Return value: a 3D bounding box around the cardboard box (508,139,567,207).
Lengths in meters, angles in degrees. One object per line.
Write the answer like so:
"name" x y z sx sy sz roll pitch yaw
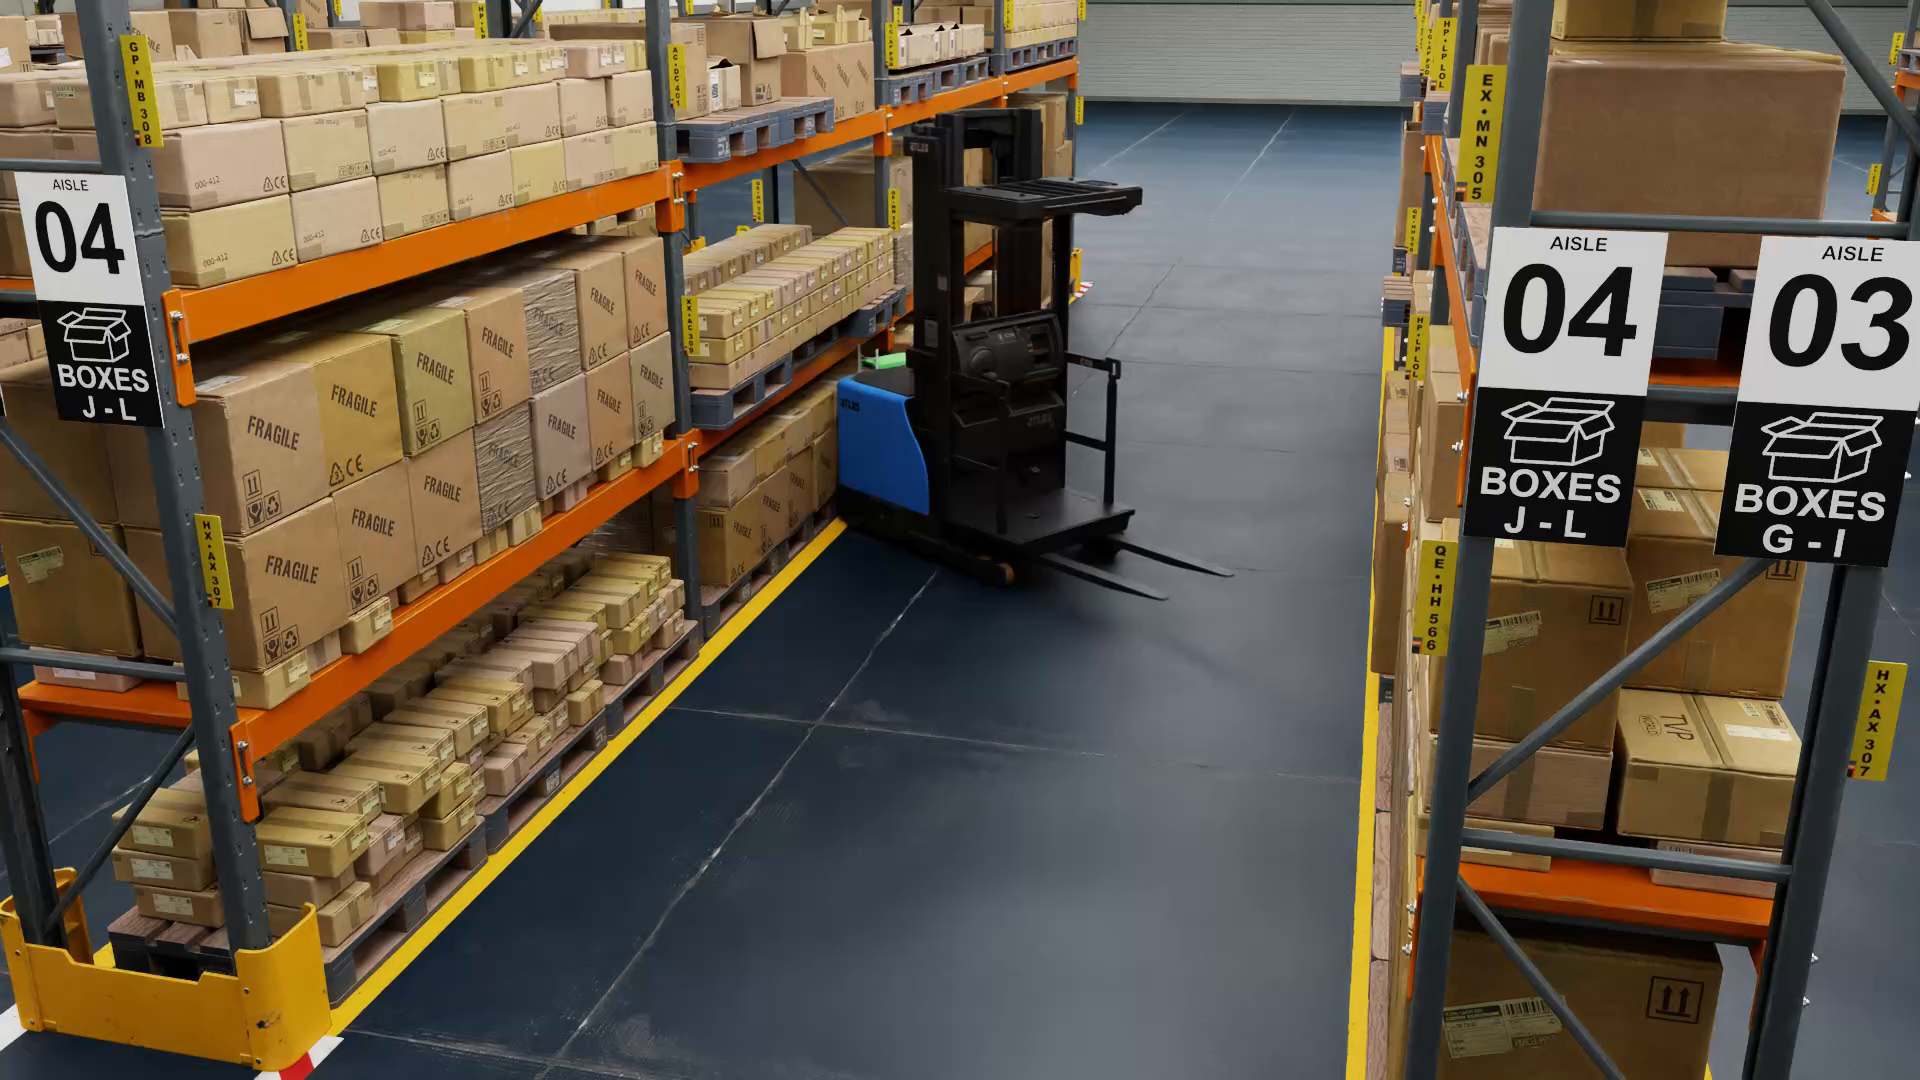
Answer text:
"cardboard box" -2.131 -1.672 7.534 0.500 0.250 0.500 4 19 13

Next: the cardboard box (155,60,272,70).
"cardboard box" -2.900 -1.777 6.451 0.380 0.149 0.250 4 19 12

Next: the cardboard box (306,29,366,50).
"cardboard box" -5.622 -4.190 14.518 0.700 0.500 0.500 5 19 13

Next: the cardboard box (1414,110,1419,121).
"cardboard box" 4.811 -4.035 16.699 0.500 0.500 0.500 5 19 13

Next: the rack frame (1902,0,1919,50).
"rack frame" 10.504 -6.599 17.087 1.000 3.000 0.127 5 19 13

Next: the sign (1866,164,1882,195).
"sign" 9.971 -3.936 18.143 0.100 0.325 0.005 5 19 13

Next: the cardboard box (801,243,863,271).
"cardboard box" -0.903 -1.994 11.705 0.380 0.149 0.250 5 20 15

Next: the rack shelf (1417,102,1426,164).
"rack shelf" 4.235 -3.350 13.327 1.077 0.370 4.000 5 19 13

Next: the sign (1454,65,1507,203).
"sign" 1.269 -0.985 4.042 0.100 0.325 0.005 5 19 13

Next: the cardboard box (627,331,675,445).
"cardboard box" -1.860 -0.828 8.856 0.500 0.500 0.500 5 19 13

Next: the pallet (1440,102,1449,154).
"pallet" 3.370 -2.417 9.776 1.003 0.211 1.213 6 20 16

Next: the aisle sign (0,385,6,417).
"aisle sign" -3.302 -0.791 5.341 0.394 0.787 0.004 5 19 13

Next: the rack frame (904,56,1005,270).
"rack frame" -0.061 -3.321 16.771 1.000 3.000 0.127 5 19 13

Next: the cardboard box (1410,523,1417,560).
"cardboard box" 2.184 0.042 7.311 0.380 0.149 0.250 4 19 12

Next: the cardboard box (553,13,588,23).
"cardboard box" -4.294 -5.677 18.183 0.380 0.149 0.250 5 19 13

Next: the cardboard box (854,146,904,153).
"cardboard box" -0.549 -3.208 14.737 0.700 0.500 0.500 4 19 13

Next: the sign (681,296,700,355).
"sign" -1.488 -1.183 9.171 0.100 0.325 0.005 5 19 13

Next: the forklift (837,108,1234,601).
"forklift" 0.464 -1.257 10.834 1.130 2.935 3.031 -16 24 -39

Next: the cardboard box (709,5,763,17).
"cardboard box" -1.555 -3.547 11.451 0.396 0.266 0.258 5 19 13

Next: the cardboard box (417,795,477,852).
"cardboard box" -2.348 1.213 7.256 0.380 0.149 0.250 5 19 14

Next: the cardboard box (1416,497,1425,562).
"cardboard box" 2.153 -0.015 6.864 0.500 0.250 0.500 5 20 15

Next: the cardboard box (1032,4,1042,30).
"cardboard box" 0.574 -5.504 17.488 0.500 0.250 0.500 4 19 13

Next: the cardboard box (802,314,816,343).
"cardboard box" -1.160 -1.390 10.857 0.380 0.149 0.250 4 19 12

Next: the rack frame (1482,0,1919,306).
"rack frame" 1.792 -1.976 3.550 1.000 3.000 0.127 5 19 13

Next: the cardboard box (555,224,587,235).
"cardboard box" -4.391 -3.438 18.553 0.380 0.149 0.250 5 19 14

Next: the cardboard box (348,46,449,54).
"cardboard box" -2.578 -2.189 7.657 0.380 0.149 0.250 4 19 12

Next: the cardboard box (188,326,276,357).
"cardboard box" -2.999 -0.543 6.475 0.500 0.500 0.500 4 19 12

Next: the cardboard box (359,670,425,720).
"cardboard box" -2.744 0.719 7.783 0.380 0.149 0.250 4 19 12

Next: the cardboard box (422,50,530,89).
"cardboard box" -2.118 -2.060 7.281 0.380 0.149 0.250 5 19 13

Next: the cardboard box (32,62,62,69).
"cardboard box" -6.524 -3.285 11.736 0.380 0.166 0.250 6 20 18

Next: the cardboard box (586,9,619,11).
"cardboard box" -4.360 -6.363 20.191 0.380 0.149 0.250 5 19 13

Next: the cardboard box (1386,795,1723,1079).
"cardboard box" 1.870 1.463 5.401 0.875 0.875 0.875 5 19 13

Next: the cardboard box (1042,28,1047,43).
"cardboard box" 0.729 -5.432 17.894 0.380 0.149 0.250 5 19 14

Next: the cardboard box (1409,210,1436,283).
"cardboard box" 3.879 -2.245 12.817 0.700 0.500 0.500 8 20 21

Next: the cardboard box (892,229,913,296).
"cardboard box" -0.667 -2.234 13.433 0.500 0.500 0.500 5 19 14

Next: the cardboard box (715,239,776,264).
"cardboard box" -1.532 -2.055 11.883 0.380 0.149 0.250 4 19 11

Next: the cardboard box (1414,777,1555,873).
"cardboard box" 1.559 0.845 4.963 0.380 0.149 0.250 5 19 14

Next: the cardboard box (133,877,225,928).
"cardboard box" -3.067 1.409 6.683 0.380 0.149 0.250 5 19 14

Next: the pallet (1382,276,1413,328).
"pallet" 3.817 -1.785 12.570 1.213 0.211 1.003 5 19 13

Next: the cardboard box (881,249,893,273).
"cardboard box" -0.718 -2.097 12.466 0.380 0.149 0.250 5 20 15

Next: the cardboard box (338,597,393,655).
"cardboard box" -2.457 0.320 6.499 0.380 0.149 0.250 4 19 12

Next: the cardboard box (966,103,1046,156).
"cardboard box" 0.471 -4.523 18.386 0.875 0.550 0.500 5 19 13

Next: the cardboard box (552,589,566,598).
"cardboard box" -2.390 0.371 9.263 0.380 0.149 0.250 5 19 14

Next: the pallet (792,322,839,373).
"pallet" -1.483 -1.353 11.305 1.003 0.211 1.213 5 19 13

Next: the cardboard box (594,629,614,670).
"cardboard box" -2.044 0.562 8.703 0.380 0.149 0.250 5 19 14

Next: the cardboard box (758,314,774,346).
"cardboard box" -1.350 -1.284 10.084 0.380 0.149 0.250 5 20 15

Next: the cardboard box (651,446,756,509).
"cardboard box" -1.579 -0.395 10.261 0.500 0.250 0.500 4 19 11

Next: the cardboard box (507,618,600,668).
"cardboard box" -2.044 0.516 8.376 0.380 0.149 0.250 4 19 11

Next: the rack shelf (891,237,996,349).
"rack shelf" -0.550 -2.354 15.052 1.077 0.370 4.000 5 19 13

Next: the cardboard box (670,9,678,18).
"cardboard box" -3.705 -6.483 20.541 0.380 0.149 0.250 5 19 14

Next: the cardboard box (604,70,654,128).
"cardboard box" -1.882 -2.234 8.406 0.500 0.250 0.500 4 19 11

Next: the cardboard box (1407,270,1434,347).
"cardboard box" 3.364 -1.561 11.461 0.500 0.500 0.500 5 20 15

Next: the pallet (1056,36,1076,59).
"pallet" 0.745 -5.719 19.287 1.003 0.211 1.213 5 19 13

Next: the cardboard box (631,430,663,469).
"cardboard box" -1.816 -0.498 8.892 0.380 0.149 0.250 4 19 12

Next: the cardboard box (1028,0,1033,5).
"cardboard box" 0.542 -5.571 17.068 0.380 0.149 0.250 4 19 12

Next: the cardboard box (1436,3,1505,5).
"cardboard box" 3.871 -3.832 12.698 0.500 0.500 0.500 5 19 14

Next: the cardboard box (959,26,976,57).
"cardboard box" -0.150 -4.511 15.042 0.500 0.250 0.500 4 19 13

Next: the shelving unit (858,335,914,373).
"shelving unit" -0.480 -0.889 12.434 0.503 1.200 0.258 -15 24 -36
